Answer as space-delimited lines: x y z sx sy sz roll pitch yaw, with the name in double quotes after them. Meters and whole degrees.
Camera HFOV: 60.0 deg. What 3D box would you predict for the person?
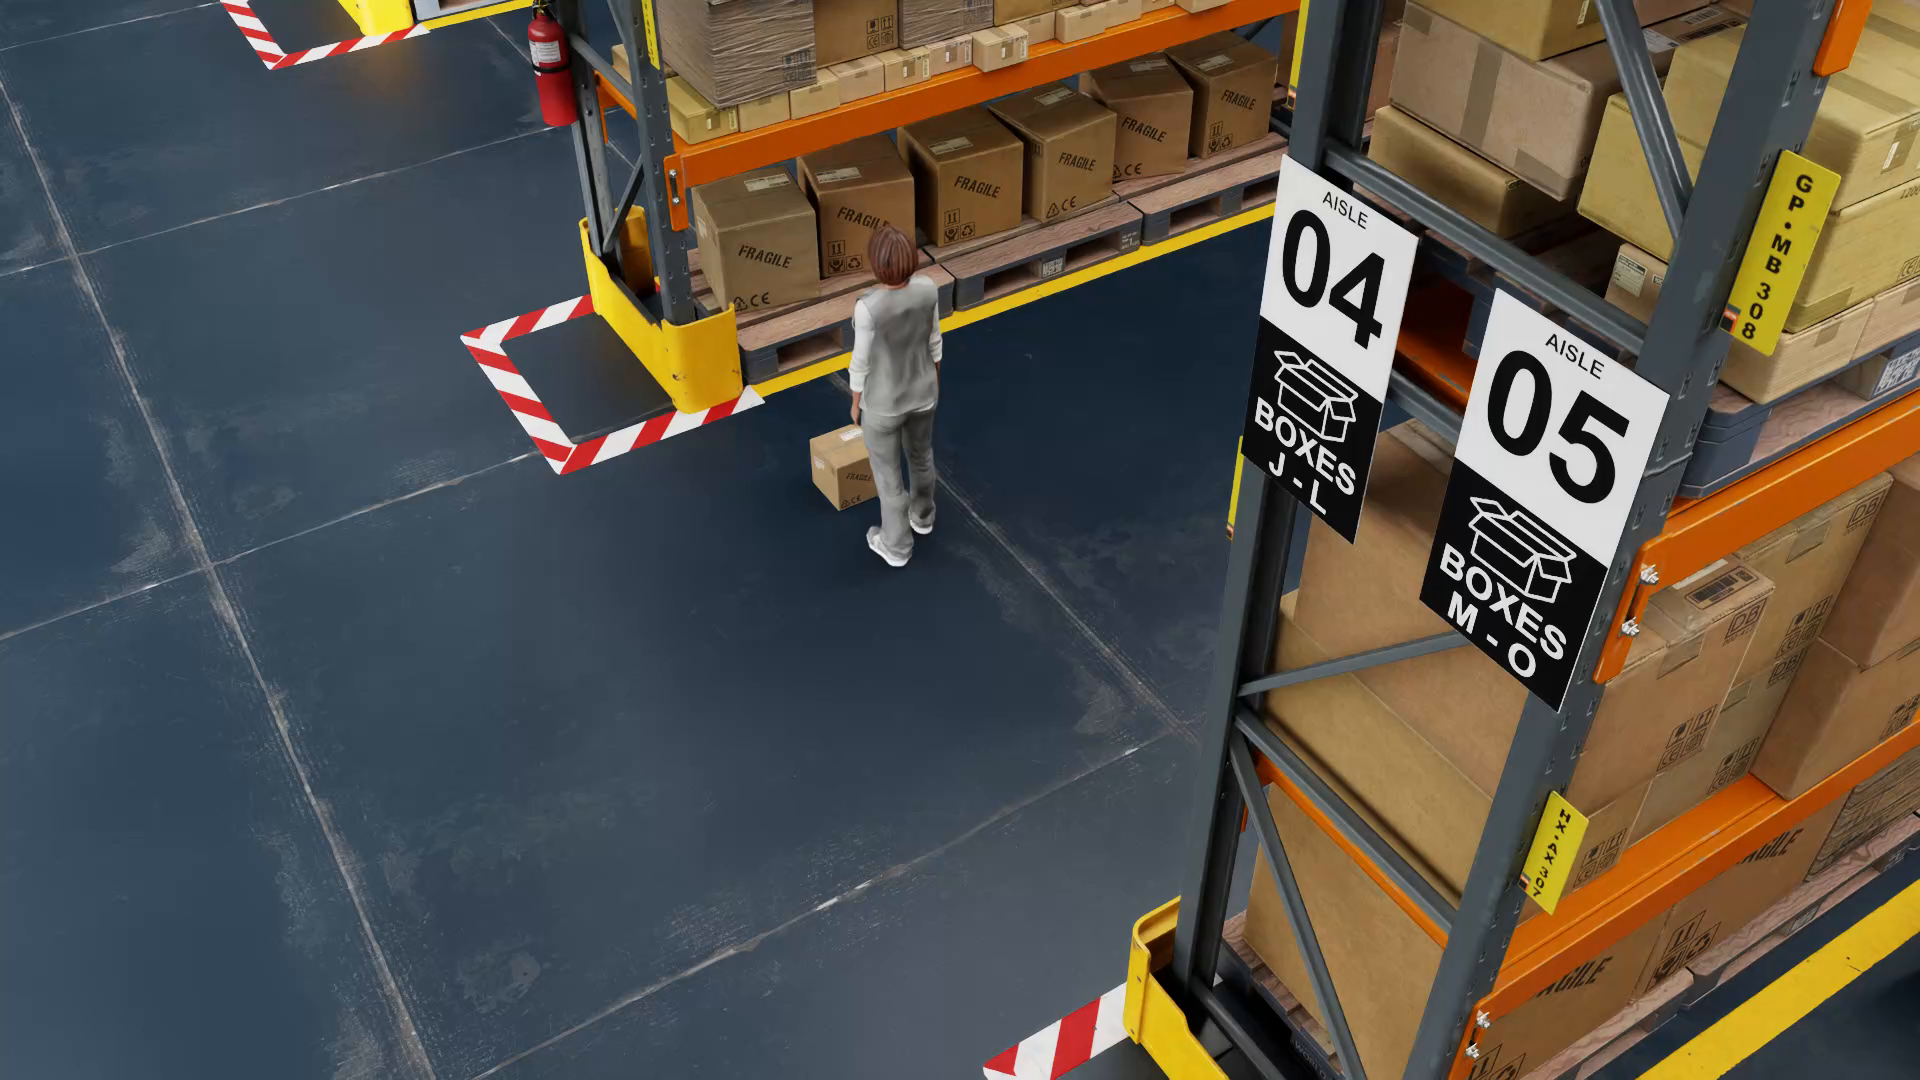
-0.285 -0.606 6.847 0.408 1.598 0.426 -23 46 -24 "person"
